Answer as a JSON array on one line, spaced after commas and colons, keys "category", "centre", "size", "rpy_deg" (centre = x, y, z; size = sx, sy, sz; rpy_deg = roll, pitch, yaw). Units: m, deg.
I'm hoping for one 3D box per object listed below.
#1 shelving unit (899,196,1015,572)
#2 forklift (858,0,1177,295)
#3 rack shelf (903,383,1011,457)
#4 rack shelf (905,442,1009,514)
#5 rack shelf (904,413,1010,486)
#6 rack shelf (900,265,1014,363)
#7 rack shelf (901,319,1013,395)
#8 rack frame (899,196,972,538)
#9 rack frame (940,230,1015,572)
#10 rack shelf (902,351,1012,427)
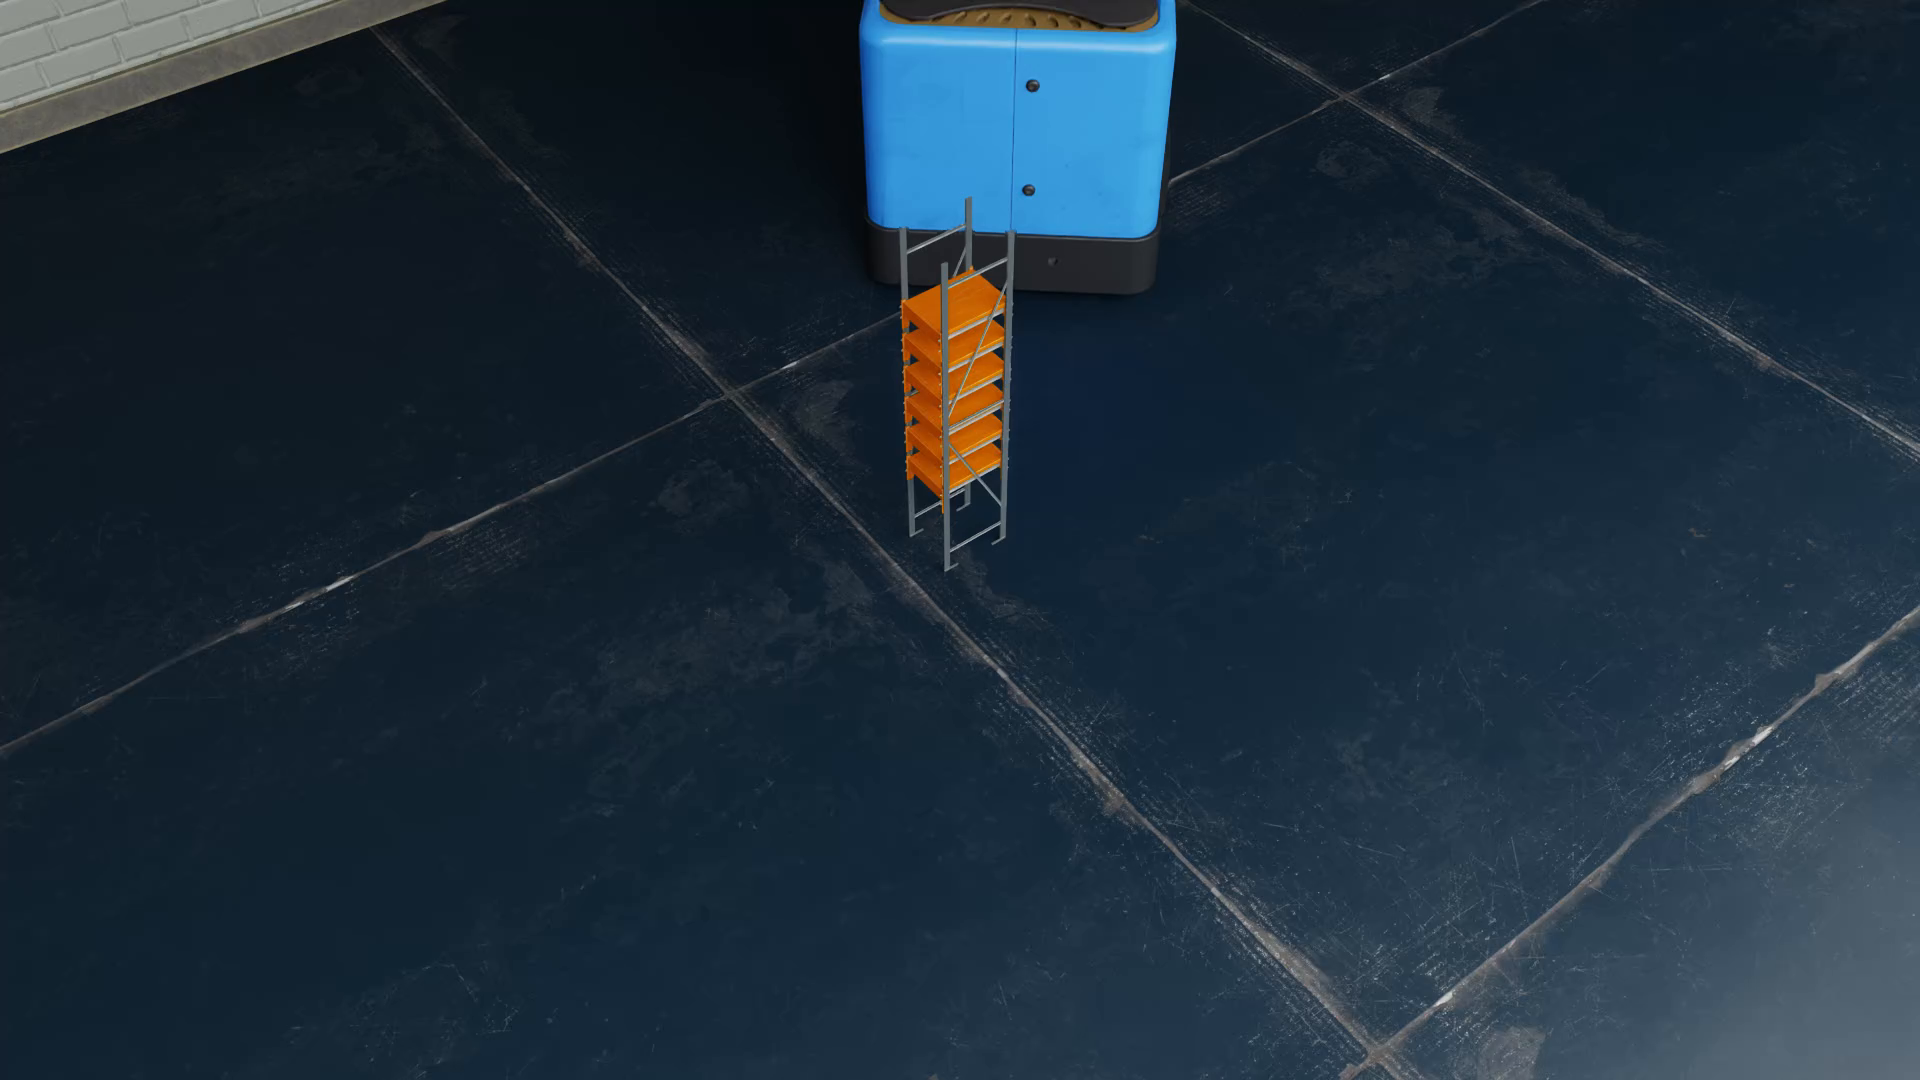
[{"category": "shelving unit", "centre": [-0.009, -0.412, 4.813], "size": [0.258, 1.200, 0.189], "rpy_deg": [-29, 54, -24]}, {"category": "forklift", "centre": [0.279, -2.953, 5.949], "size": [1.130, 2.935, 3.031], "rpy_deg": [3, 48, 3]}, {"category": "rack shelf", "centre": [-0.009, -0.382, 4.846], "size": [0.258, 0.103, 0.180], "rpy_deg": [-29, 54, -24]}, {"category": "rack shelf", "centre": [-0.009, -0.220, 5.024], "size": [0.258, 0.103, 0.180], "rpy_deg": [-29, 54, -24]}, {"category": "rack shelf", "centre": [-0.009, -0.301, 4.935], "size": [0.258, 0.103, 0.180], "rpy_deg": [-29, 54, -24]}, {"category": "rack shelf", "centre": [-0.009, -0.623, 4.579], "size": [0.258, 0.103, 0.180], "rpy_deg": [-29, 54, -24]}, {"category": "rack shelf", "centre": [-0.009, -0.543, 4.668], "size": [0.258, 0.103, 0.180], "rpy_deg": [-29, 54, -24]}, {"category": "rack frame", "centre": [-0.064, -0.465, 4.862], "size": [0.240, 1.200, 0.006], "rpy_deg": [-29, 54, -24]}, {"category": "rack frame", "centre": [0.047, -0.358, 4.764], "size": [0.240, 1.200, 0.006], "rpy_deg": [-29, 54, -24]}, {"category": "rack shelf", "centre": [-0.009, -0.462, 4.757], "size": [0.258, 0.103, 0.180], "rpy_deg": [-29, 54, -24]}]
